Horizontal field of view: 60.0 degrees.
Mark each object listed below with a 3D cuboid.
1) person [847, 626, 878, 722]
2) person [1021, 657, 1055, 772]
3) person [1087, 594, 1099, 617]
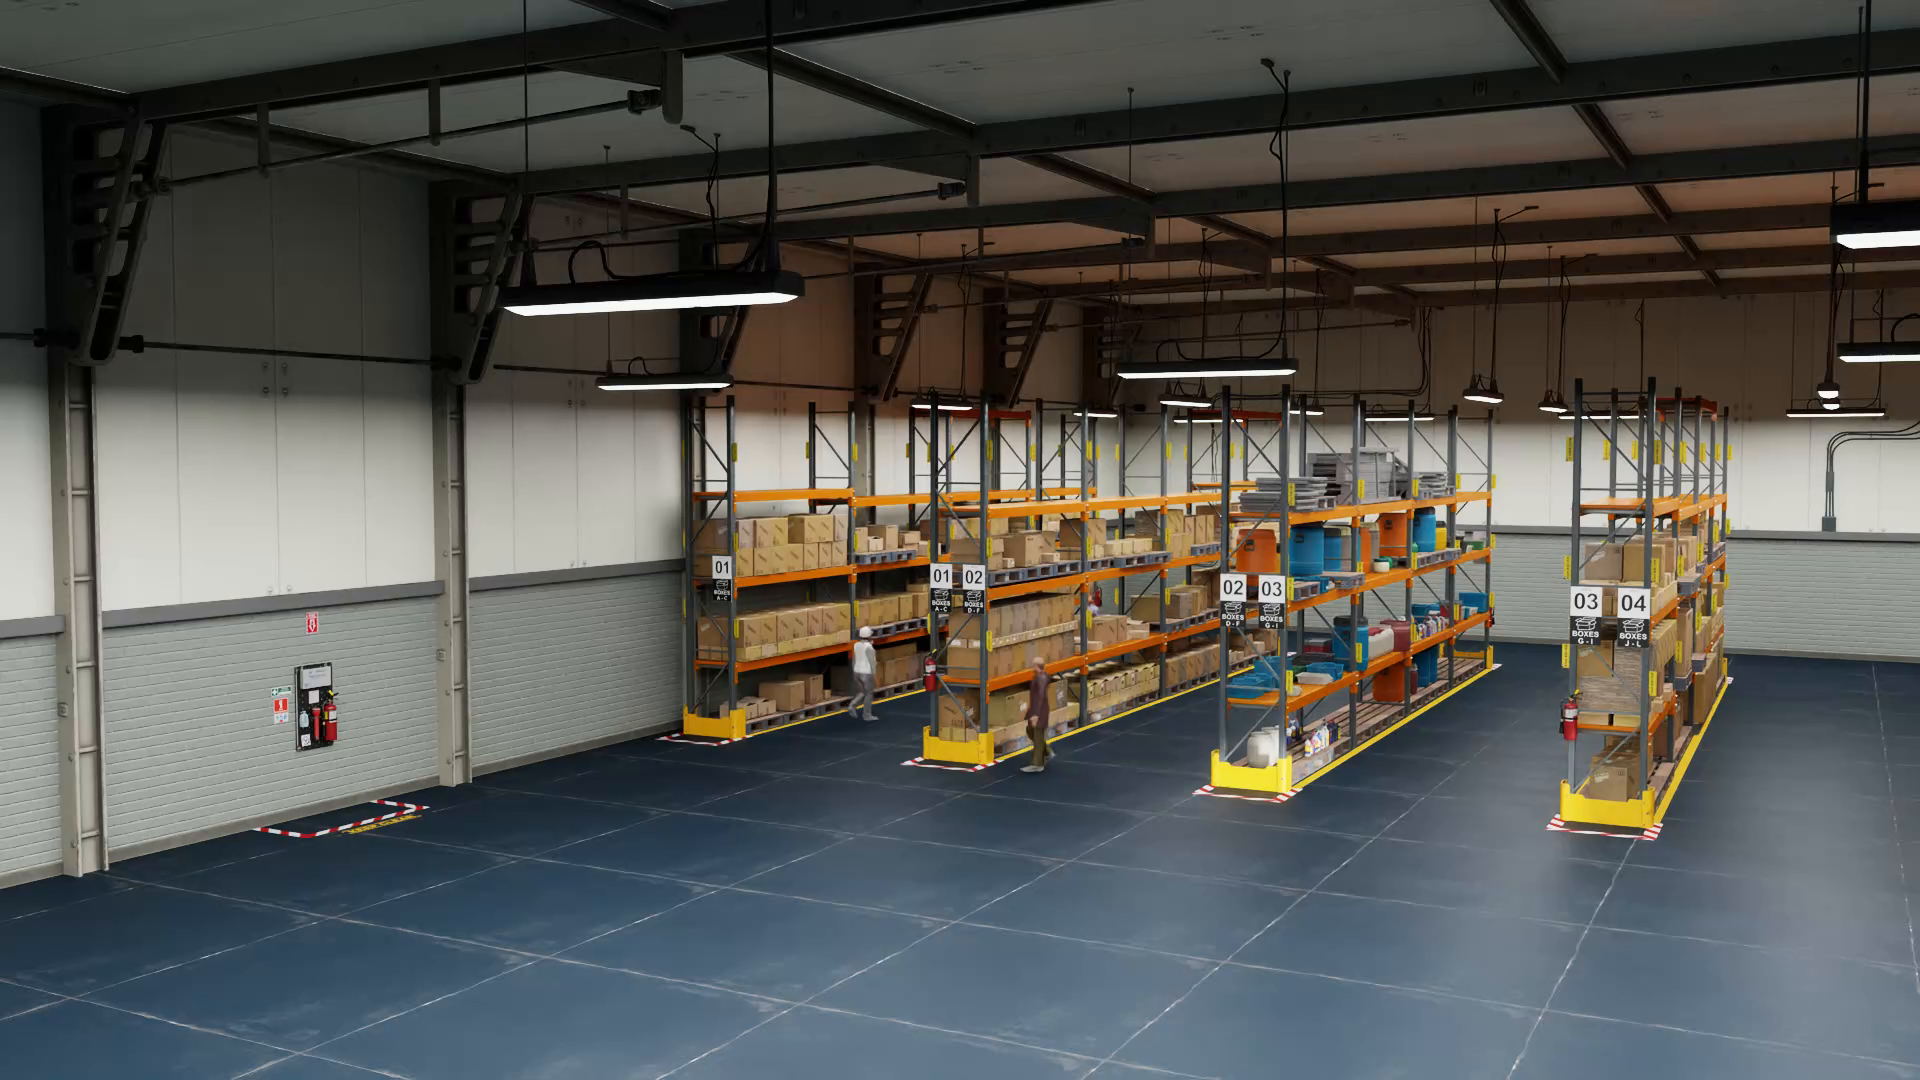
[{"bbox_3d":[-1.792,2.483,30.880,0.564,1.764,0.557,-2,3,-30],"label":"person"},{"bbox_3d":[1.233,2.724,26.157,0.580,1.782,0.659,0,3,-4],"label":"person"},{"bbox_3d":[3.098,2.096,39.741,0.514,1.601,0.665,1,3,24],"label":"person"}]
